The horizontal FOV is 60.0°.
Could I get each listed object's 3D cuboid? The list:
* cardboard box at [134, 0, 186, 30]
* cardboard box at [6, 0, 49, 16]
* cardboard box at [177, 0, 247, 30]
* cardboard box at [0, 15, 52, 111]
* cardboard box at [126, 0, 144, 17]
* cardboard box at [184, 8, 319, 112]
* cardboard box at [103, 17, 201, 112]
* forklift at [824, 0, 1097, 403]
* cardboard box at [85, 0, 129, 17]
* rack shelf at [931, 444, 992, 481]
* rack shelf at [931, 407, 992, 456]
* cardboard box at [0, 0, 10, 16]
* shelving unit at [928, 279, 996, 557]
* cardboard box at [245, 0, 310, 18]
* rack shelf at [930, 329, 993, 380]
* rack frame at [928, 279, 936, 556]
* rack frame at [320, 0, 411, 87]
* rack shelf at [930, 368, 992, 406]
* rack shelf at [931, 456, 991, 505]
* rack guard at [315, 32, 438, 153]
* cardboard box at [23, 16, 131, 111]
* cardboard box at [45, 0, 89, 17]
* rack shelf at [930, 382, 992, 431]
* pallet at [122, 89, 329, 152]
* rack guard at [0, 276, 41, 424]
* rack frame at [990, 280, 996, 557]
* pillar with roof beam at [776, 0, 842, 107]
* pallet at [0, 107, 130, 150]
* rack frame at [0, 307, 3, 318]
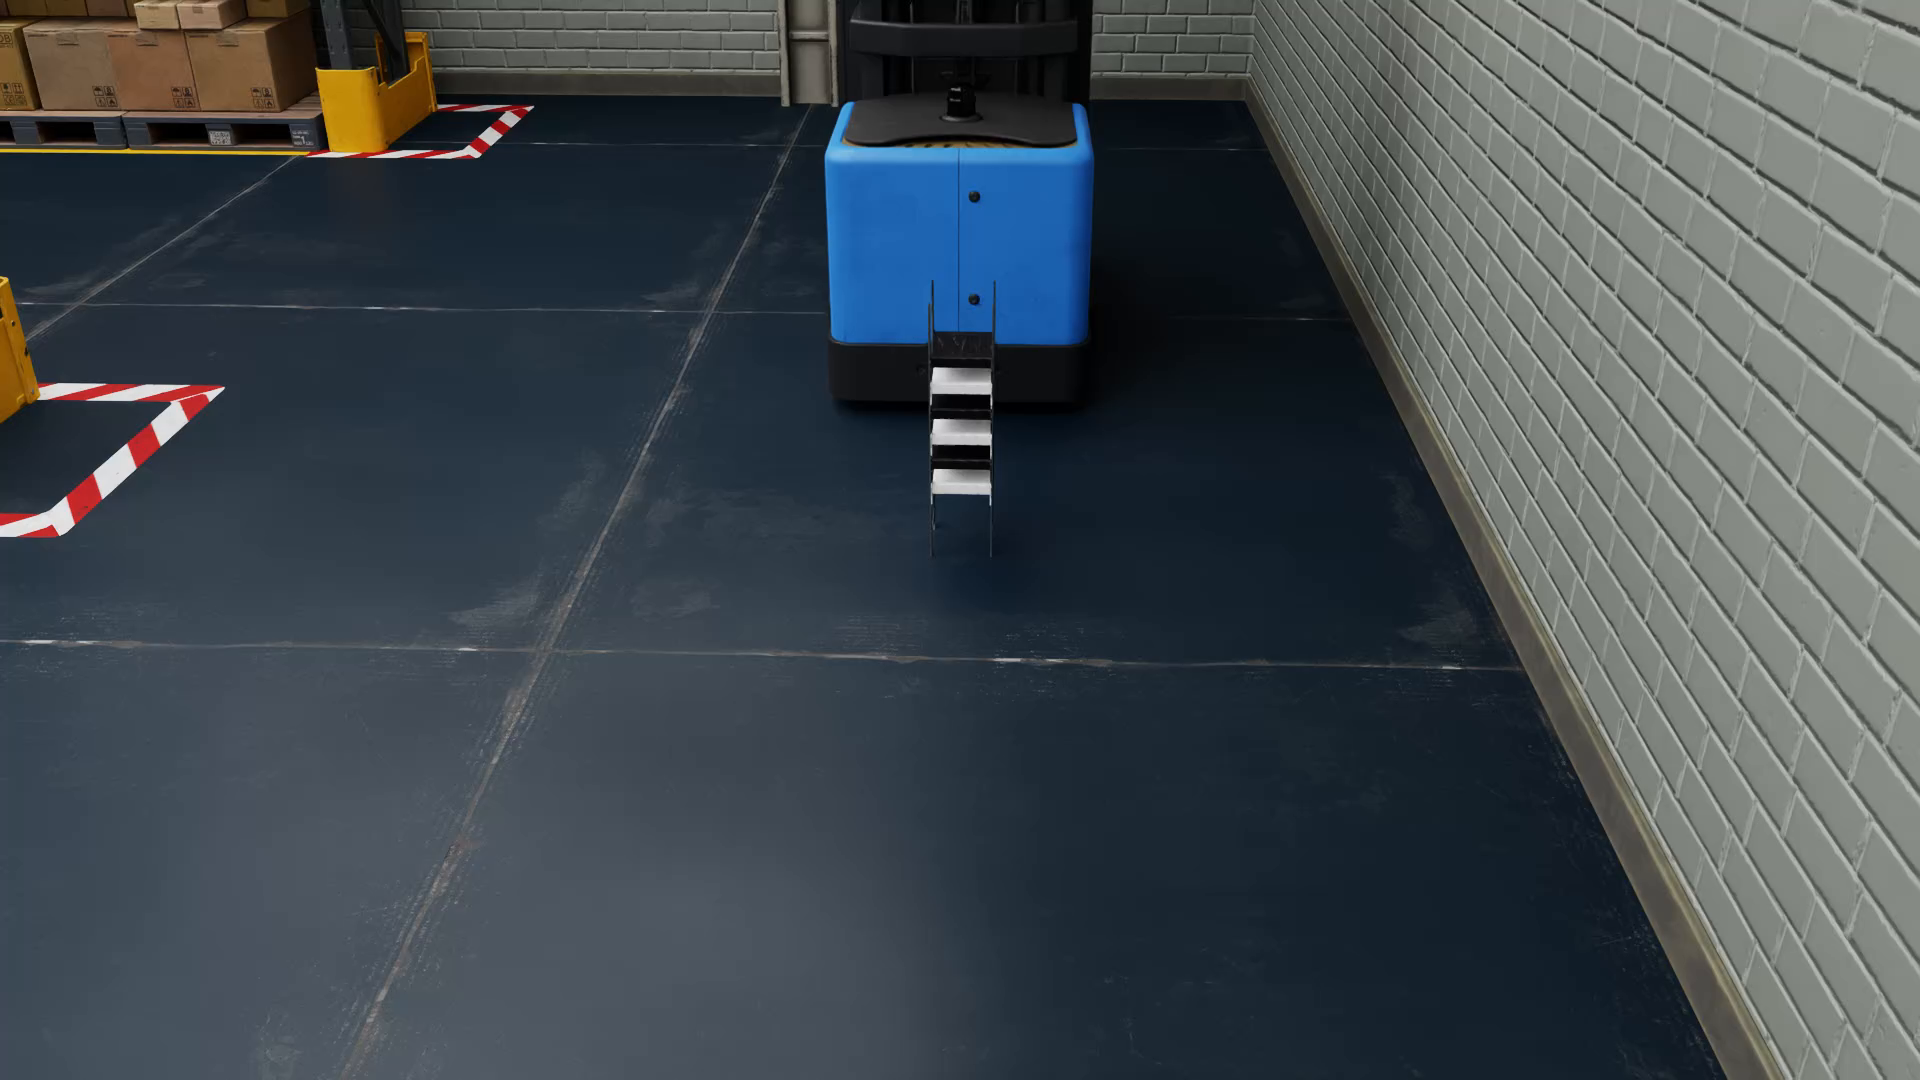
[{"bbox_3d":[-4.834,-3.241,10.189,0.250,0.149,0.380,2,28,3],"label":"cardboard box"},{"bbox_3d":[-5.832,-3.436,10.557,0.250,0.149,0.380,0,28,1],"label":"cardboard box"},{"bbox_3d":[-4.578,-3.237,10.181,0.250,0.149,0.380,1,28,1],"label":"cardboard box"},{"bbox_3d":[-5.979,-3.055,10.531,0.500,0.500,0.700,2,28,3],"label":"cardboard box"},{"bbox_3d":[-5.068,-3.424,10.534,0.250,0.149,0.380,1,28,2],"label":"cardboard box"},{"bbox_3d":[-4.444,-3.033,10.490,0.500,0.500,0.700,1,28,2],"label":"cardboard box"},{"bbox_3d":[-4.944,-3.042,10.506,0.500,0.500,0.700,1,28,2],"label":"cardboard box"},{"bbox_3d":[0.032,-2.492,7.321,1.130,2.935,3.031,1,28,1],"label":"forklift"},{"bbox_3d":[-5.322,-3.428,10.542,0.250,0.149,0.380,1,28,3],"label":"cardboard box"},{"bbox_3d":[0.008,-0.288,5.597,0.200,0.077,0.258,1,28,2],"label":"rack shelf"},{"bbox_3d":[0.008,-0.368,5.555,0.200,0.077,0.258,1,28,2],"label":"rack shelf"},{"bbox_3d":[-6.090,-3.440,10.564,0.250,0.149,0.380,1,28,2],"label":"cardboard box"},{"bbox_3d":[0.008,-0.397,5.539,0.210,0.900,0.258,1,28,2],"label":"shelving unit"},{"bbox_3d":[-4.312,-3.412,10.511,0.250,0.149,0.380,1,28,2],"label":"cardboard box"},{"bbox_3d":[0.008,-0.607,5.428,0.200,0.077,0.258,1,28,2],"label":"rack shelf"},{"bbox_3d":[-0.093,-0.399,5.542,0.006,0.900,0.240,1,28,2],"label":"rack frame"},{"bbox_3d":[-3.741,-3.988,10.070,0.127,3.000,1.000,1,28,2],"label":"rack frame"},{"bbox_3d":[0.008,-0.527,5.470,0.200,0.077,0.258,1,28,2],"label":"rack shelf"},{"bbox_3d":[0.008,-0.209,5.639,0.200,0.077,0.258,1,28,2],"label":"rack shelf"},{"bbox_3d":[-3.717,-2.883,10.654,0.348,0.500,1.175,1,28,2],"label":"rack guard"},{"bbox_3d":[-5.446,-3.050,10.521,0.500,0.500,0.700,0,28,0],"label":"cardboard box"},{"bbox_3d":[-5.579,-3.432,10.549,0.250,0.149,0.380,1,28,2],"label":"cardboard box"},{"bbox_3d":[0.008,-0.448,5.512,0.200,0.077,0.258,1,28,2],"label":"rack shelf"},{"bbox_3d":[-4.542,-2.732,10.679,1.213,0.211,1.003,1,28,2],"label":"pallet"},{"bbox_3d":[-3.988,-0.566,6.283,0.348,0.500,1.175,1,28,2],"label":"rack guard"},{"bbox_3d":[0.110,-0.396,5.536,0.006,0.900,0.240,1,28,2],"label":"rack frame"},{"bbox_3d":[-1.164,-4.983,5.543,0.400,9.000,9.100,1,28,2],"label":"pillar with roof beam"},{"bbox_3d":[-5.758,-2.754,10.719,1.213,0.211,1.003,1,28,2],"label":"pallet"},{"bbox_3d":[-3.912,-1.669,5.695,0.127,3.000,1.000,1,28,2],"label":"rack frame"}]
